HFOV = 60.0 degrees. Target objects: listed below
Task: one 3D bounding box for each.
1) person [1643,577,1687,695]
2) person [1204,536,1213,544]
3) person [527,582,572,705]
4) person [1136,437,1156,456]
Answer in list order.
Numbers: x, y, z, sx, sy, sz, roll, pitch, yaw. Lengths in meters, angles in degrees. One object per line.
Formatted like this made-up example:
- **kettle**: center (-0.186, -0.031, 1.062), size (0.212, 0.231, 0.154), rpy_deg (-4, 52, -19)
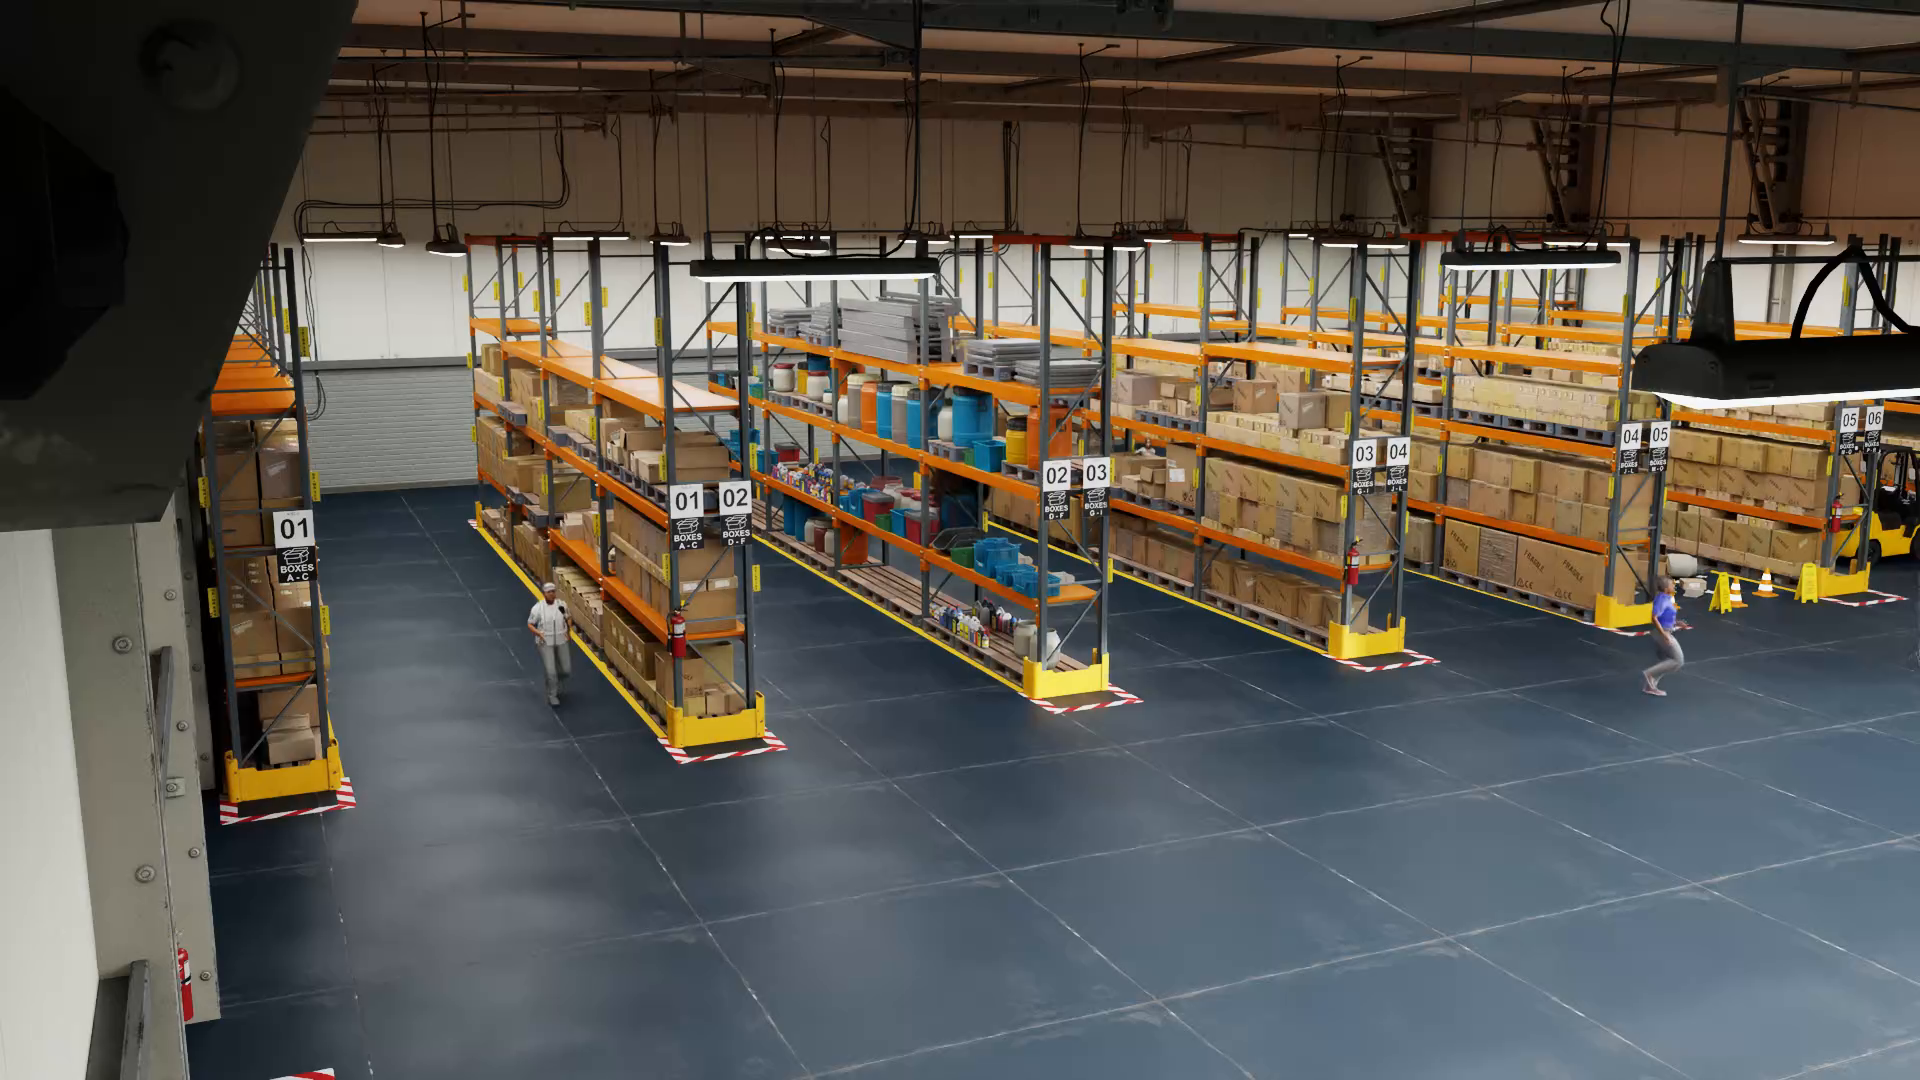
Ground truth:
- **person**: center (9.446, 1.295, 22.247), size (0.549, 1.616, 0.575), rpy_deg (2, 11, 12)
- **person**: center (4.819, -0.562, 31.772), size (0.593, 1.606, 0.574), rpy_deg (-7, 13, -33)
- **person**: center (-5.366, 1.354, 21.896), size (0.603, 1.617, 0.571), rpy_deg (-6, 12, -27)
- **person**: center (4.067, -1.451, 36.382), size (0.541, 1.604, 0.877), rpy_deg (-4, 12, -20)
